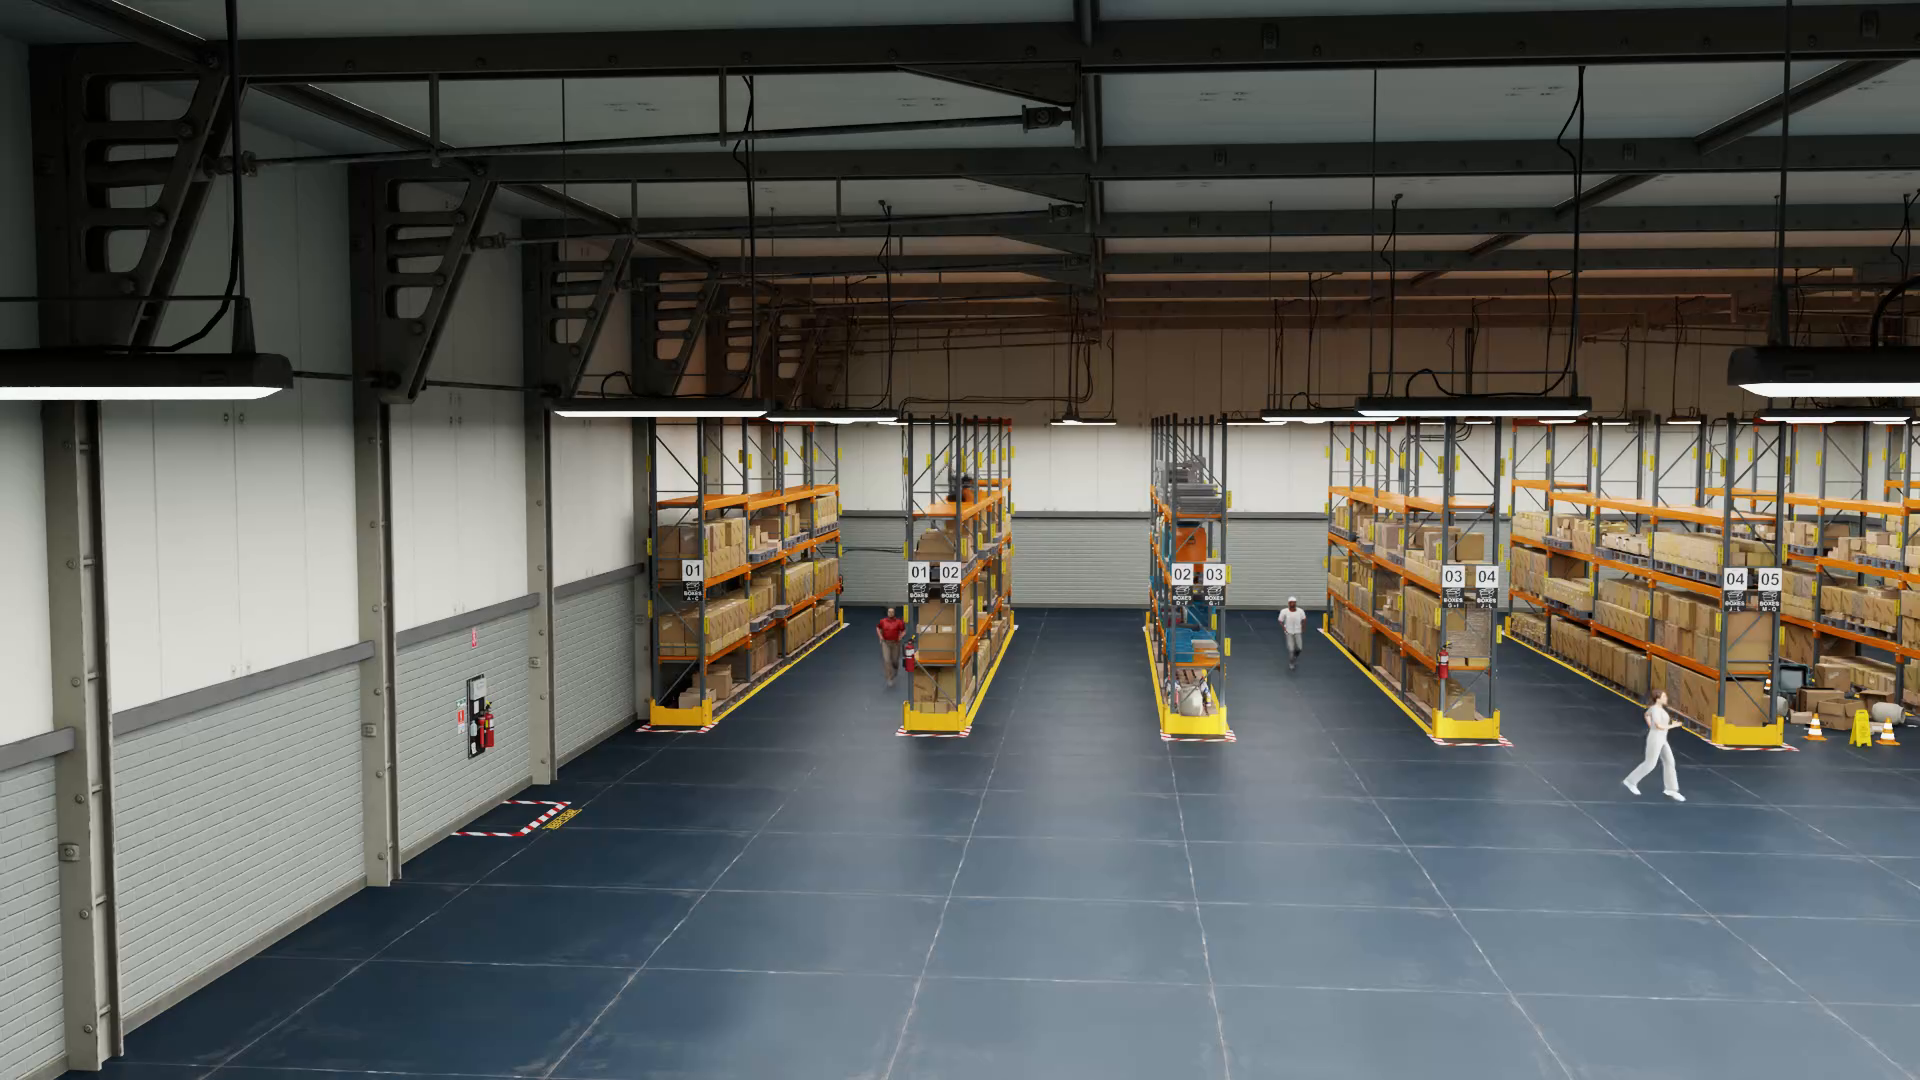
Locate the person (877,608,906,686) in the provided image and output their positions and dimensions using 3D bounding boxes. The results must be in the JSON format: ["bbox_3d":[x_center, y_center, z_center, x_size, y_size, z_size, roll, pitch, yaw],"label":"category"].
[{"bbox_3d":[-1.549,2.372,37.314,0.663,1.724,0.861,0,4,1],"label":"person"}]

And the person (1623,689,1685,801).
[{"bbox_3d":[10.726,3.138,25.654,0.894,1.697,0.583,2,5,32],"label":"person"}]

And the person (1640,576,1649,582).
[{"bbox_3d":[19.461,1.751,47.186,0.740,1.630,0.544,0,4,7],"label":"person"}]

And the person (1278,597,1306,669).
[{"bbox_3d":[7.903,2.202,39.436,0.674,1.721,0.569,0,4,1],"label":"person"}]
